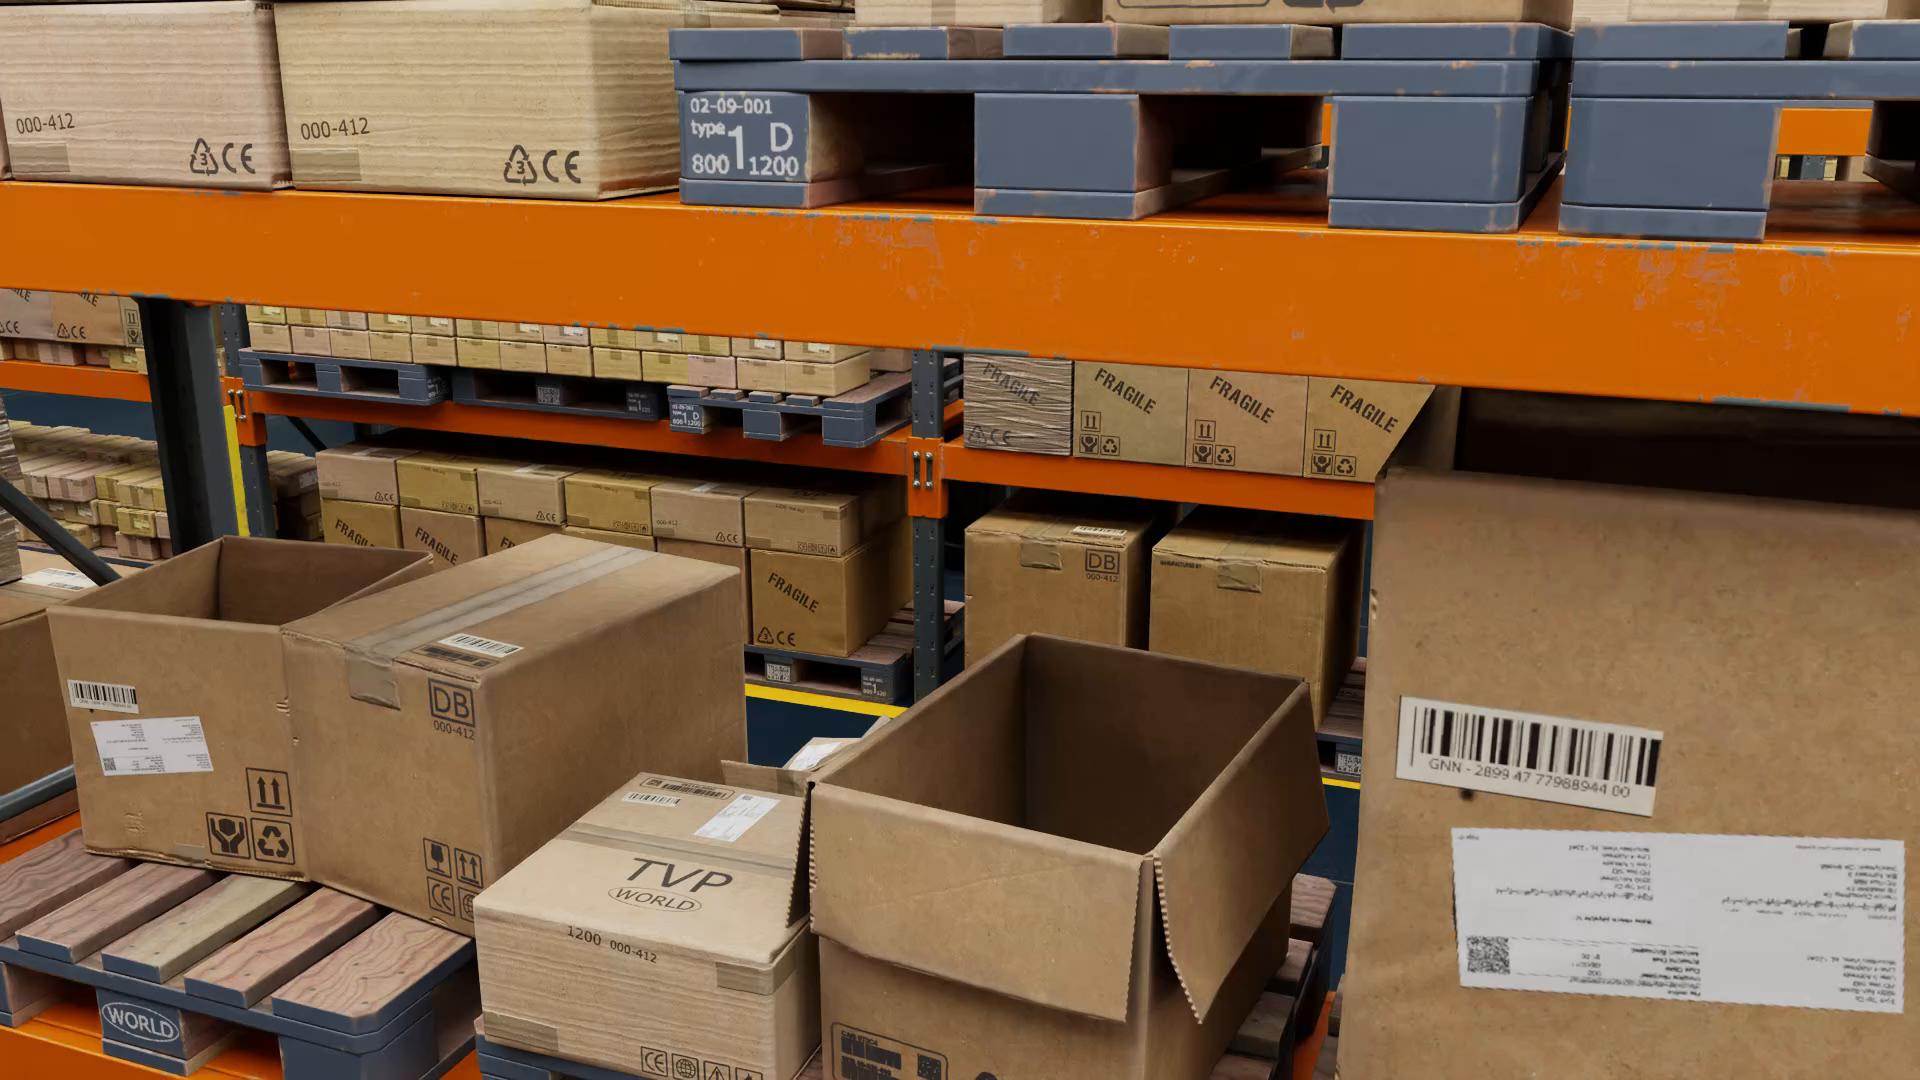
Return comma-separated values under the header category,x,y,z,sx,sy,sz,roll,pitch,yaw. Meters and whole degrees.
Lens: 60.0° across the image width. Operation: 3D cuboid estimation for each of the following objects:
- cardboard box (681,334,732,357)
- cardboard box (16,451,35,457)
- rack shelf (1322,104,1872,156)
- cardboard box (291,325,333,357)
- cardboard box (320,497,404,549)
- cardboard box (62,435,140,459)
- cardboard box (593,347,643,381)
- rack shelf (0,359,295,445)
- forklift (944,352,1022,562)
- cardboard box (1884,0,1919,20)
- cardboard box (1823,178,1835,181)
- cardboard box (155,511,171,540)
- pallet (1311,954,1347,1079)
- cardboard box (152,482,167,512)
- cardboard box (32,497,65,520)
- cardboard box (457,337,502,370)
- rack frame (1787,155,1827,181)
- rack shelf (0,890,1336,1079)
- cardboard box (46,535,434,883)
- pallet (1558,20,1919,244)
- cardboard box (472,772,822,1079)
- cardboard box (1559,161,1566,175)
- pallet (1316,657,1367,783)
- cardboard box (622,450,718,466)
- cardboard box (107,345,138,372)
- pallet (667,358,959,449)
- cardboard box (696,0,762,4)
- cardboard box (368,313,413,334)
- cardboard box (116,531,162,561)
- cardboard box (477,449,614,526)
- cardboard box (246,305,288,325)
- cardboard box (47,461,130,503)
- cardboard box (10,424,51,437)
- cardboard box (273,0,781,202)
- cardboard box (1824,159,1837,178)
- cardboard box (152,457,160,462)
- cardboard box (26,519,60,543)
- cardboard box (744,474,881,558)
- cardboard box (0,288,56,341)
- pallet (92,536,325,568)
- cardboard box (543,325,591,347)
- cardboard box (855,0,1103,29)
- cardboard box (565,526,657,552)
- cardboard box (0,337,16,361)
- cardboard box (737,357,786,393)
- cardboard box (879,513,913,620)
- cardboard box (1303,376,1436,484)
category,x,y,z,sx,sy,sz,roll,pitch,yaw
cardboard box,-1.101,-0.969,7.796,0.250,0.149,0.380,7,17,22
cardboard box,-5.827,-0.425,10.052,0.250,0.149,0.380,7,17,21
rack shelf,1.881,-1.650,6.888,4.000,0.370,1.077,6,17,21
cardboard box,-3.243,-1.064,8.655,0.250,0.149,0.380,7,17,22
cardboard box,-3.111,-0.026,9.113,0.500,0.500,0.500,7,18,23
cardboard box,-5.389,-0.543,10.456,0.250,0.149,0.380,6,17,21
cardboard box,-1.558,-0.878,8.014,0.250,0.149,0.380,5,17,18
rack shelf,-5.561,-1.028,10.125,4.000,0.370,1.077,6,17,21
forklift,0.584,-1.287,9.850,3.031,2.935,1.130,11,19,32
cardboard box,1.427,-0.840,1.869,0.637,0.503,0.797,5,17,18
cardboard box,7.723,-3.165,14.853,0.250,0.149,0.380,7,17,22
cardboard box,-4.367,-0.119,9.529,0.250,0.149,0.380,5,17,18
pallet,1.170,0.902,2.532,1.213,0.211,1.003,6,17,21
cardboard box,-4.379,-0.272,9.524,0.250,0.149,0.380,7,17,21
cardboard box,-5.306,-0.246,9.968,0.250,0.149,0.380,5,17,18
cardboard box,-2.286,-0.958,8.292,0.250,0.149,0.380,6,17,20
rack frame,5.464,-1.645,10.959,0.127,3.000,1.000,6,17,21
rack shelf,-0.033,1.066,2.911,4.000,0.370,1.077,6,17,21
cardboard box,-1.377,0.311,3.288,0.500,0.500,0.500,4,17,14
pallet,1.292,-0.516,2.027,1.003,0.211,1.213,6,17,21
cardboard box,-0.419,0.618,2.682,0.500,0.250,0.500,6,17,19
cardboard box,4.042,-2.427,11.023,0.250,0.149,0.380,6,17,18
pallet,1.857,0.805,7.523,1.213,0.211,1.003,6,17,21
cardboard box,-1.460,-0.360,8.920,0.500,0.250,0.500,6,17,21
cardboard box,-4.559,-1.058,9.388,0.250,0.149,0.380,7,18,23
pallet,-0.682,-0.713,8.094,1.003,0.211,1.213,6,17,21
cardboard box,-0.610,-0.995,2.265,0.500,0.500,0.500,6,17,19
cardboard box,-2.779,-1.155,8.434,0.250,0.149,0.380,5,17,18
cardboard box,-4.671,-0.012,9.695,0.250,0.149,0.380,6,17,19
cardboard box,-2.141,-0.279,8.640,0.500,0.250,0.500,7,18,23
cardboard box,-3.503,-1.233,8.706,0.250,0.149,0.380,7,17,22
cardboard box,-5.112,-0.346,9.779,0.250,0.149,0.380,5,17,18
cardboard box,-6.118,-0.631,10.760,0.250,0.149,0.380,6,17,18
cardboard box,-0.591,-0.636,2.371,0.500,0.250,0.500,7,17,22
cardboard box,7.752,-3.327,14.876,0.250,0.149,0.380,7,17,21
cardboard box,-4.684,-0.454,10.149,0.250,0.149,0.380,6,17,19
cardboard box,-5.371,-0.103,10.010,0.250,0.149,0.380,7,17,22
cardboard box,-0.712,-0.123,8.103,0.500,0.250,0.500,6,17,19
cardboard box,-5.199,-1.441,9.543,0.500,0.500,0.500,6,17,20
pallet,-4.338,0.111,9.914,1.213,0.211,1.003,6,17,21
cardboard box,-1.807,-1.048,8.066,0.250,0.149,0.380,7,18,22
cardboard box,0.047,-0.771,2.233,0.250,0.166,0.380,6,17,19
cardboard box,-1.667,0.135,8.557,0.500,0.500,0.500,5,17,18
cardboard box,-5.533,-1.158,9.734,0.250,0.149,0.380,7,17,22
cardboard box,-0.837,-0.798,7.740,0.250,0.149,0.380,6,17,20
cardboard box,-0.544,0.100,8.678,0.500,0.500,0.500,6,17,18
cardboard box,1.745,-0.537,6.965,0.500,0.500,0.500,6,17,20
